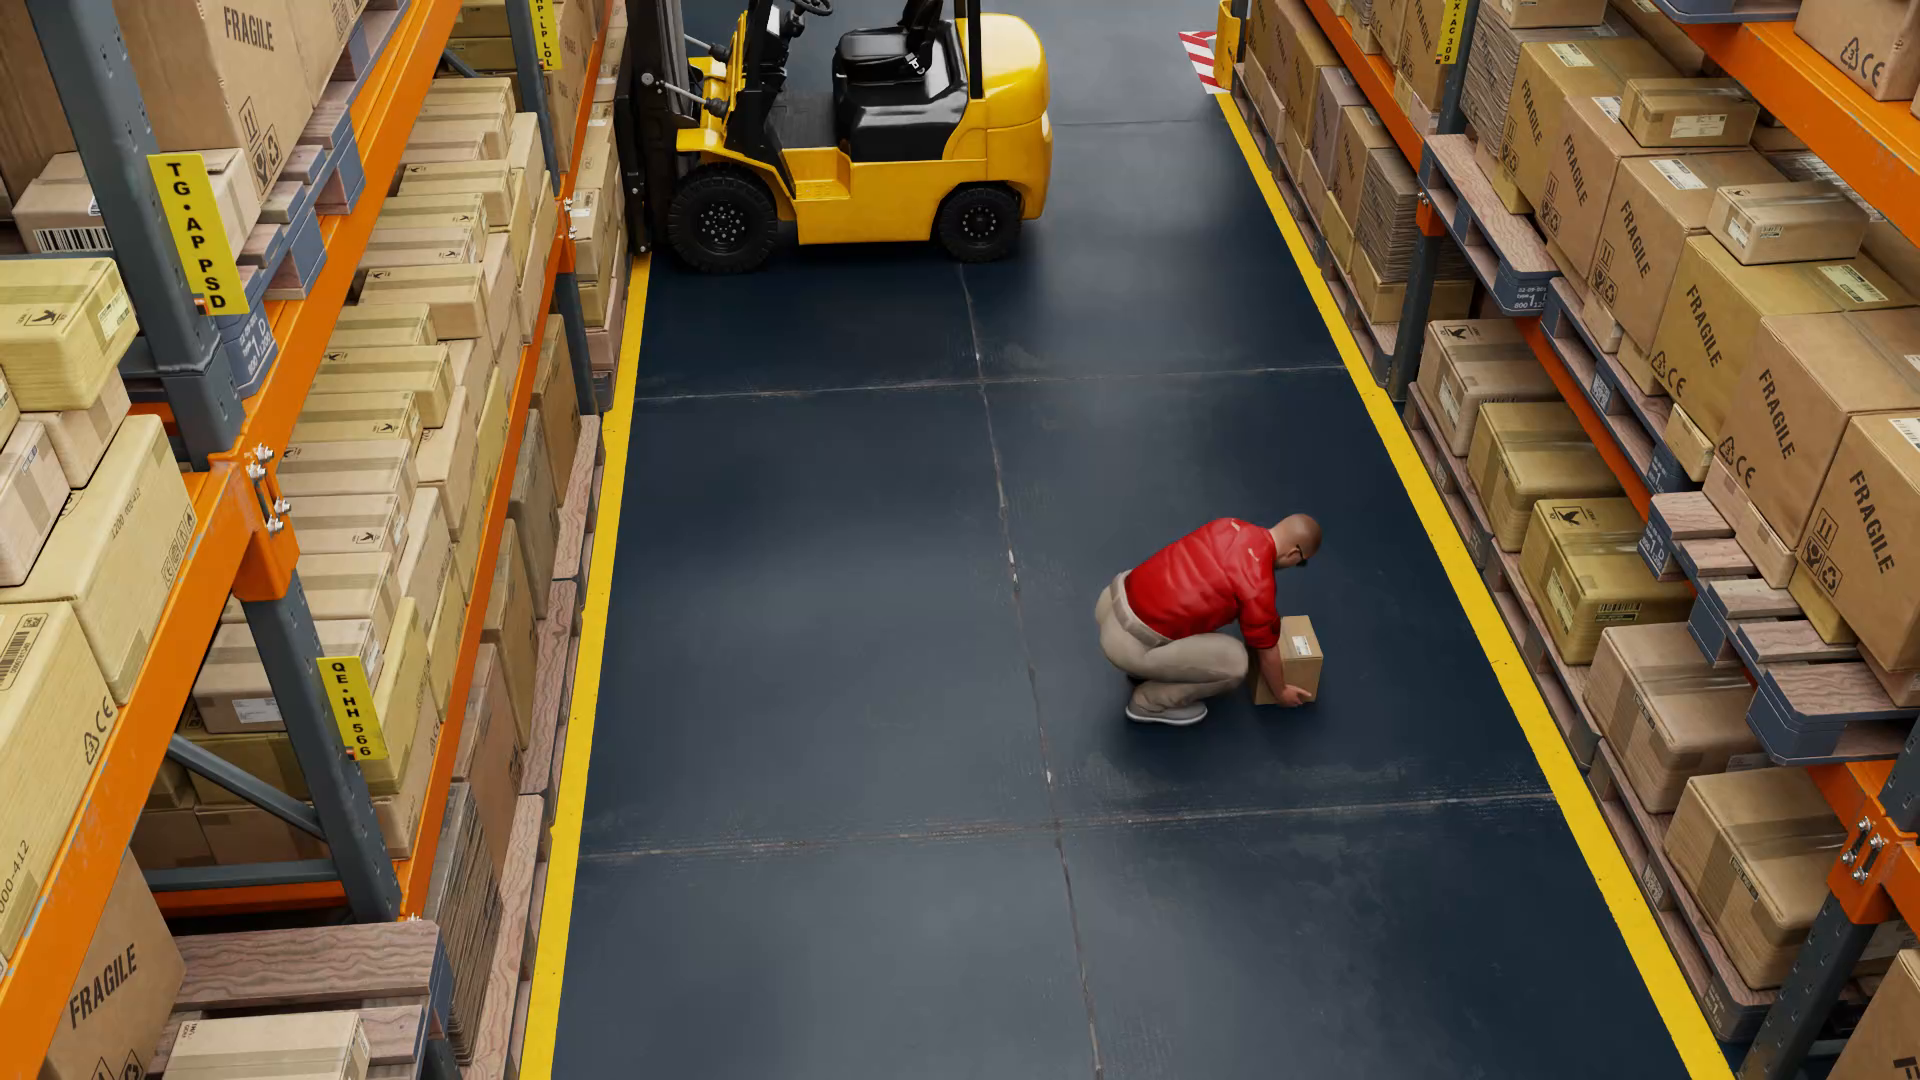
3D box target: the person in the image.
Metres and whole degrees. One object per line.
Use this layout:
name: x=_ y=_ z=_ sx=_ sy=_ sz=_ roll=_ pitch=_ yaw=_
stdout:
person: x=0.968 y=0.304 z=6.554 sx=0.872 sy=0.855 sz=0.545 roll=-3 pitch=39 yaw=-4
